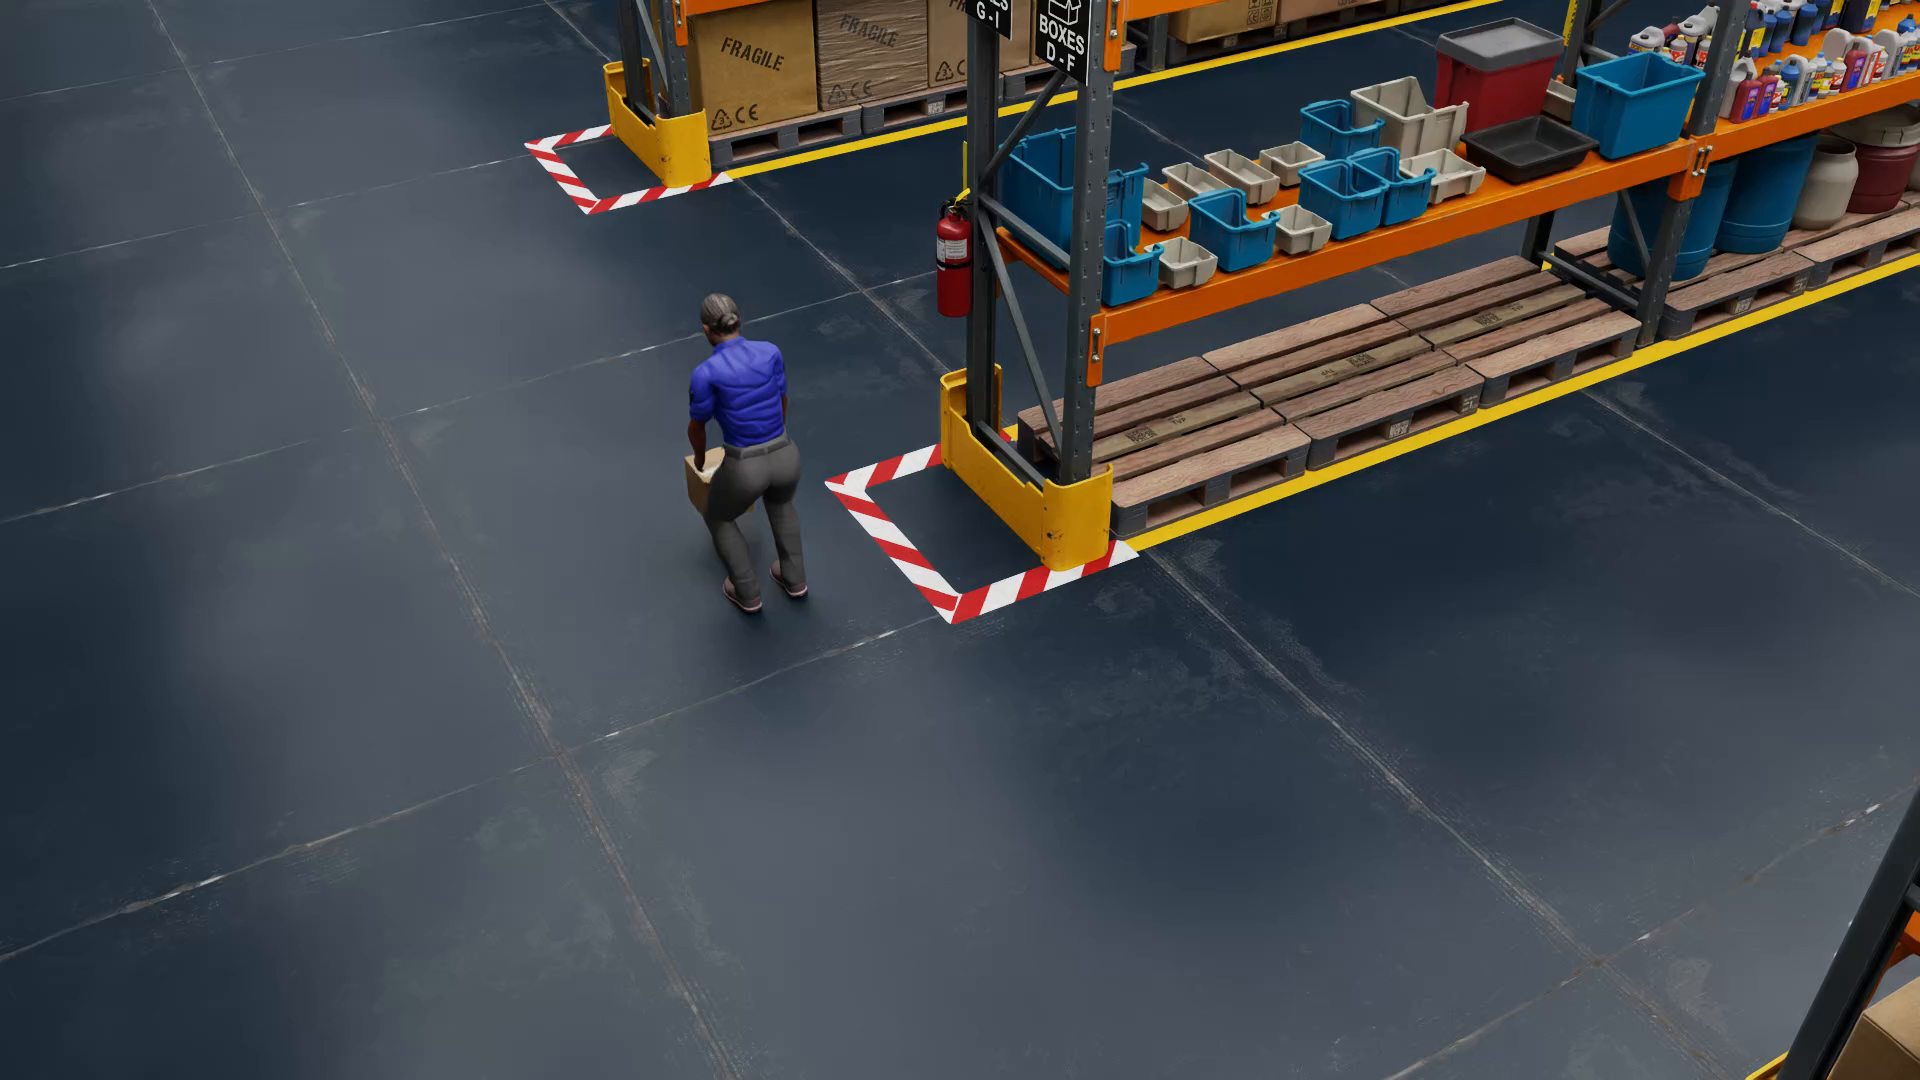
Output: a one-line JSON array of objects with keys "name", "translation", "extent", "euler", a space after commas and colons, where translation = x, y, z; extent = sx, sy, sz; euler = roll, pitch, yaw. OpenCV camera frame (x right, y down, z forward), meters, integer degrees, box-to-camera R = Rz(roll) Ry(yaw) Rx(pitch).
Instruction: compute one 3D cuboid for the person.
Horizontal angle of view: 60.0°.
[{"name": "person", "translation": [-0.972, -0.361, 7.530], "extent": [0.480, 1.526, 0.492], "euler": [-18, 41, -23]}]
